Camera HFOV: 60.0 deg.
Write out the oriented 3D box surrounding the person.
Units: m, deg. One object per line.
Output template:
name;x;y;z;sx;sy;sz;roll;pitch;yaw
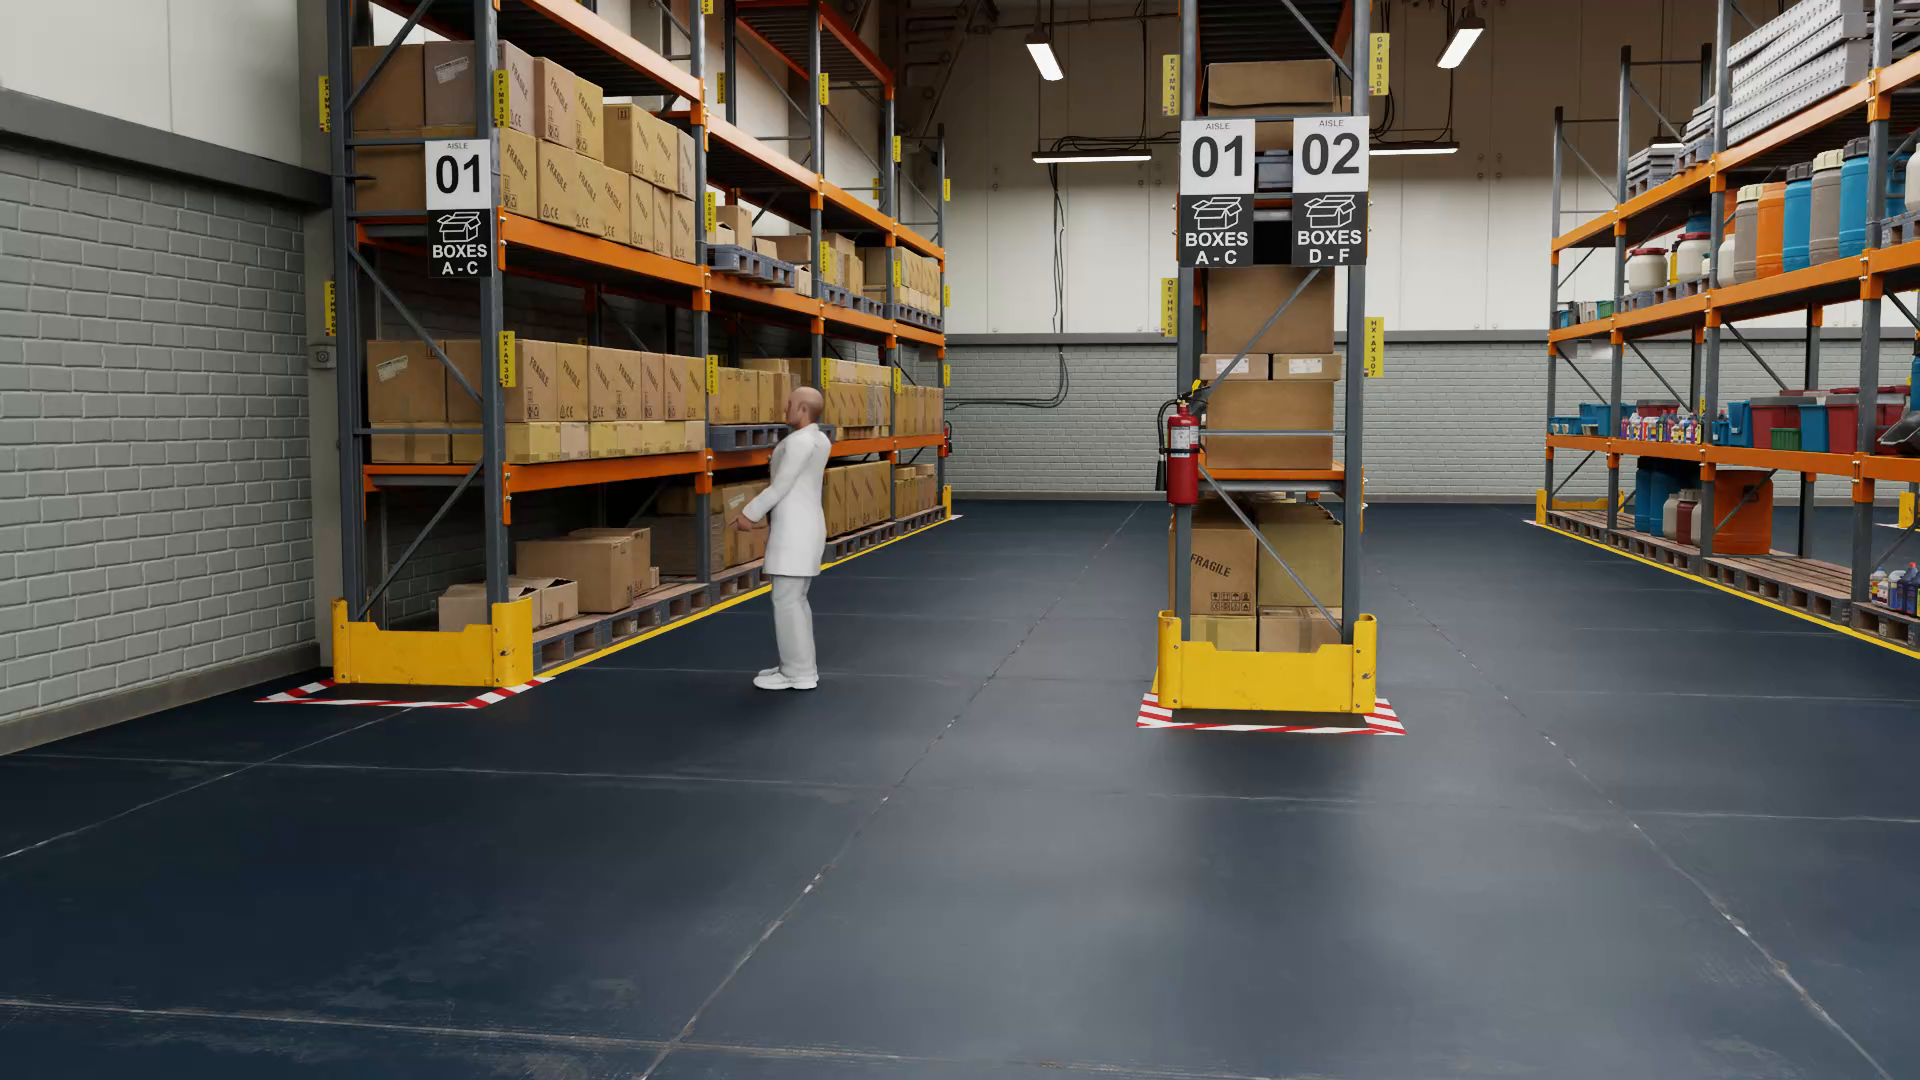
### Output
person;-1.064;-0.017;9.845;0.554;1.771;0.529;1;4;10
